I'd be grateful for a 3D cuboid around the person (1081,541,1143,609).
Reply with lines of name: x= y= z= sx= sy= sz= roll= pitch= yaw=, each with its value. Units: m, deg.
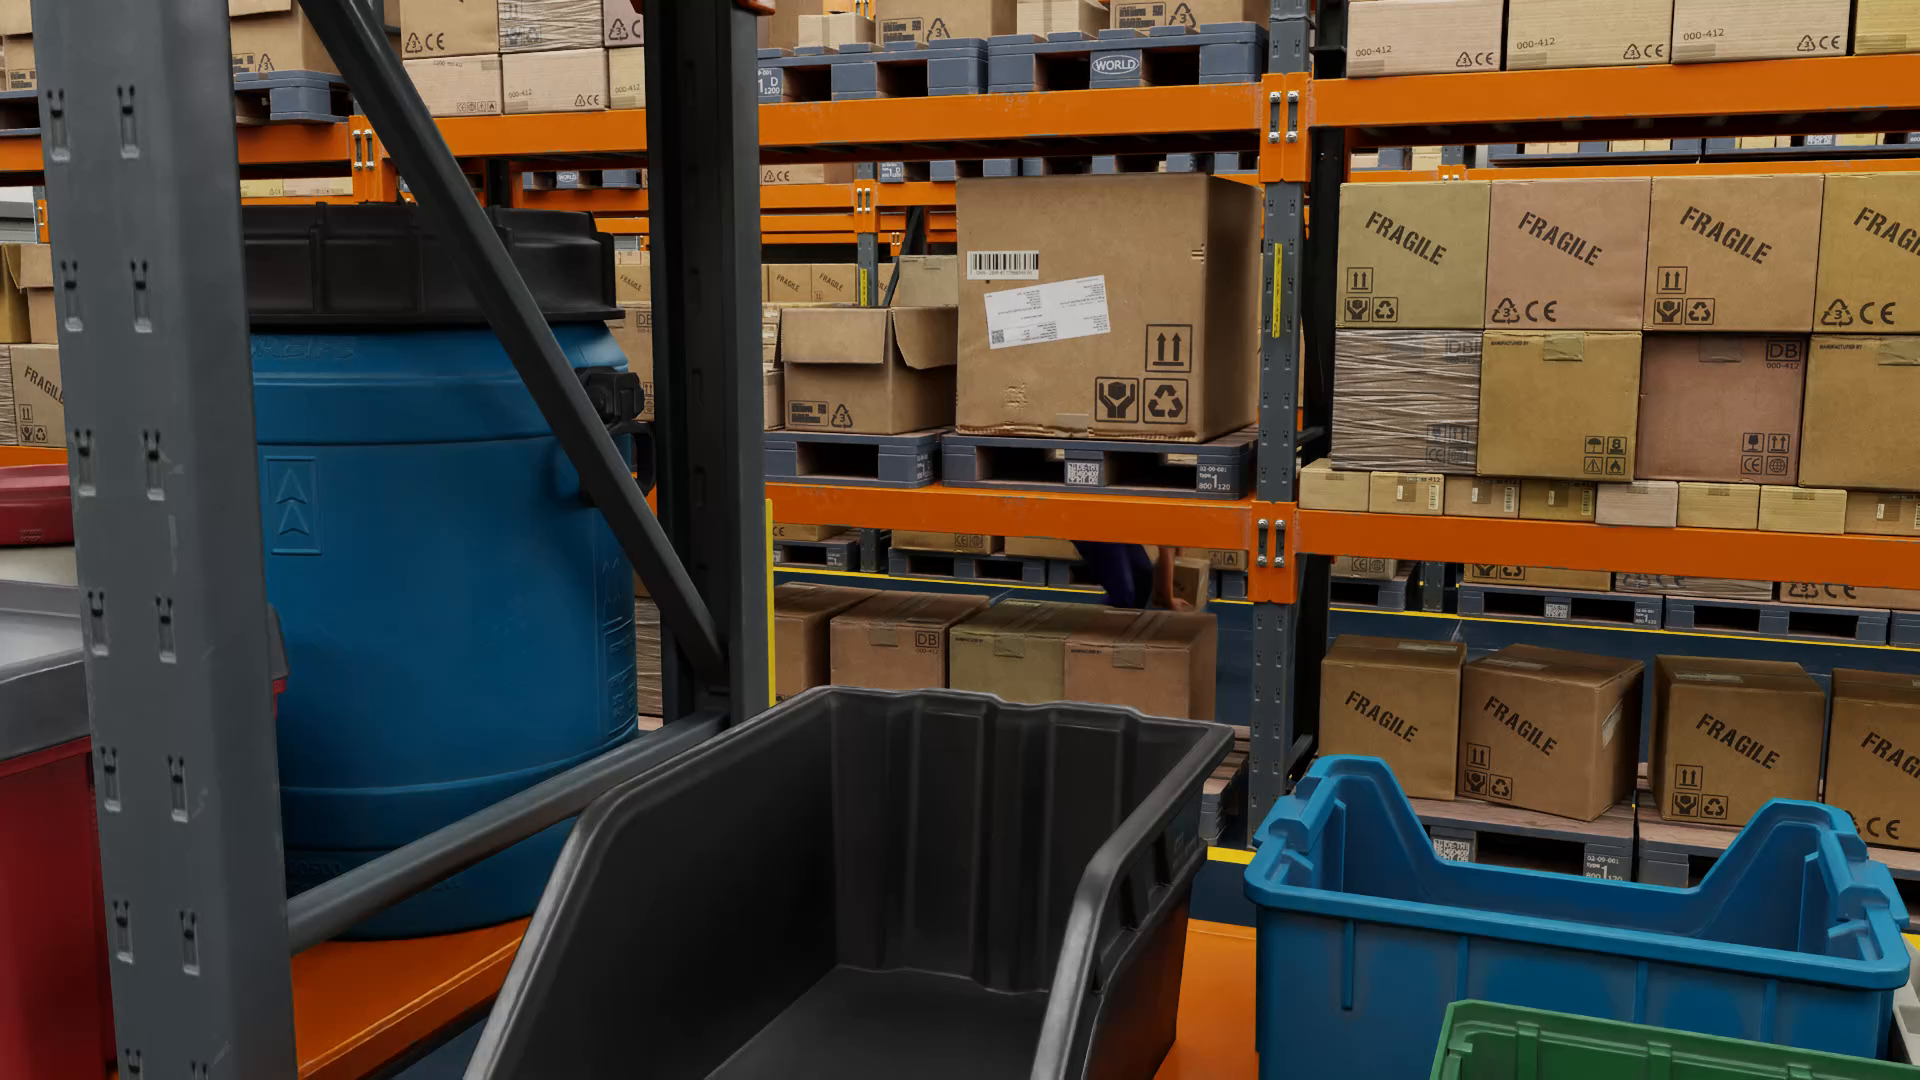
person: x=0.853 y=-0.109 z=9.089 sx=0.426 sy=1.651 sz=0.562 roll=3 pitch=9 yaw=17
